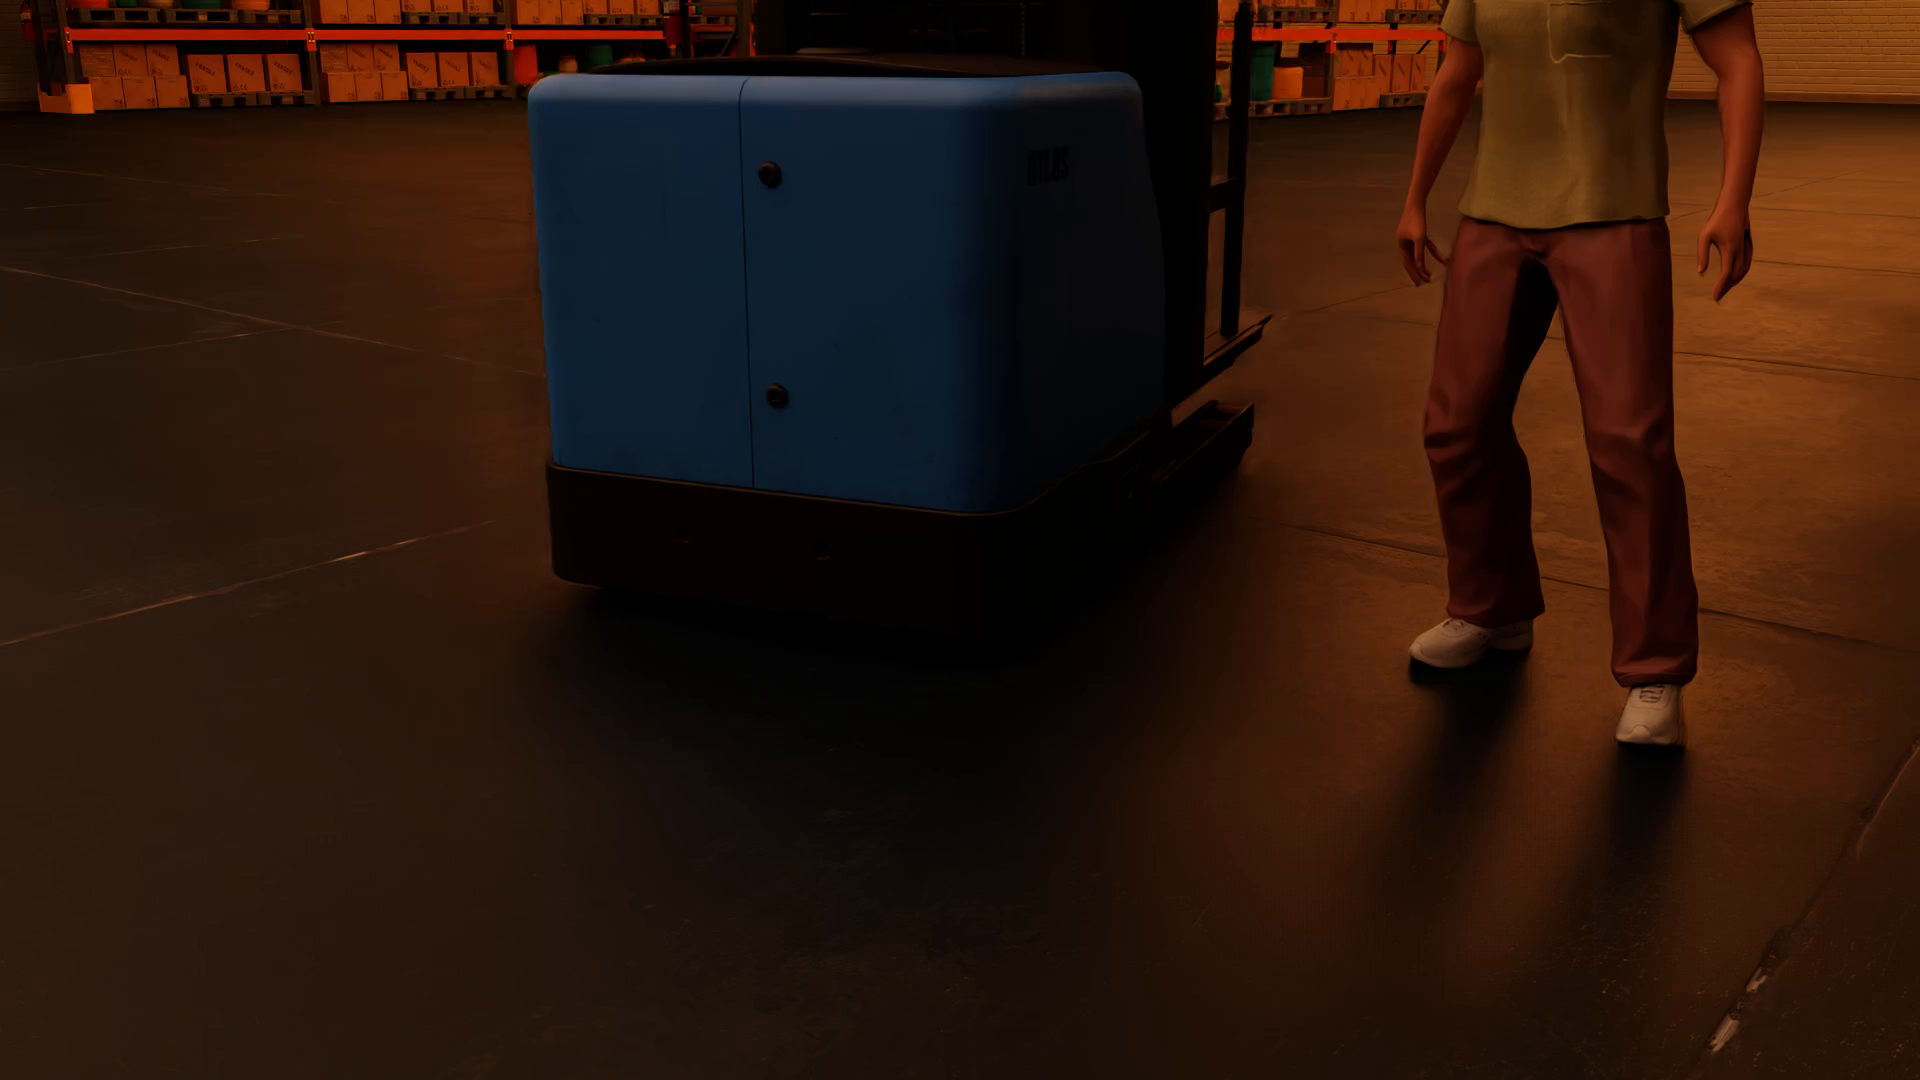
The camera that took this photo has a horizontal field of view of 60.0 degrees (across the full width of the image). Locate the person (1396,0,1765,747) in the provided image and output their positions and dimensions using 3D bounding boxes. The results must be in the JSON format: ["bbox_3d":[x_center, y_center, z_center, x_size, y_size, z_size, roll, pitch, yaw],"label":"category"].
[{"bbox_3d":[1.038,-0.534,2.867,0.381,1.650,0.712,-15,22,-41],"label":"person"}]

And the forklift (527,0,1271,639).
[{"bbox_3d":[0.180,-1.605,4.183,1.130,2.935,3.031,7,18,21],"label":"forklift"}]
